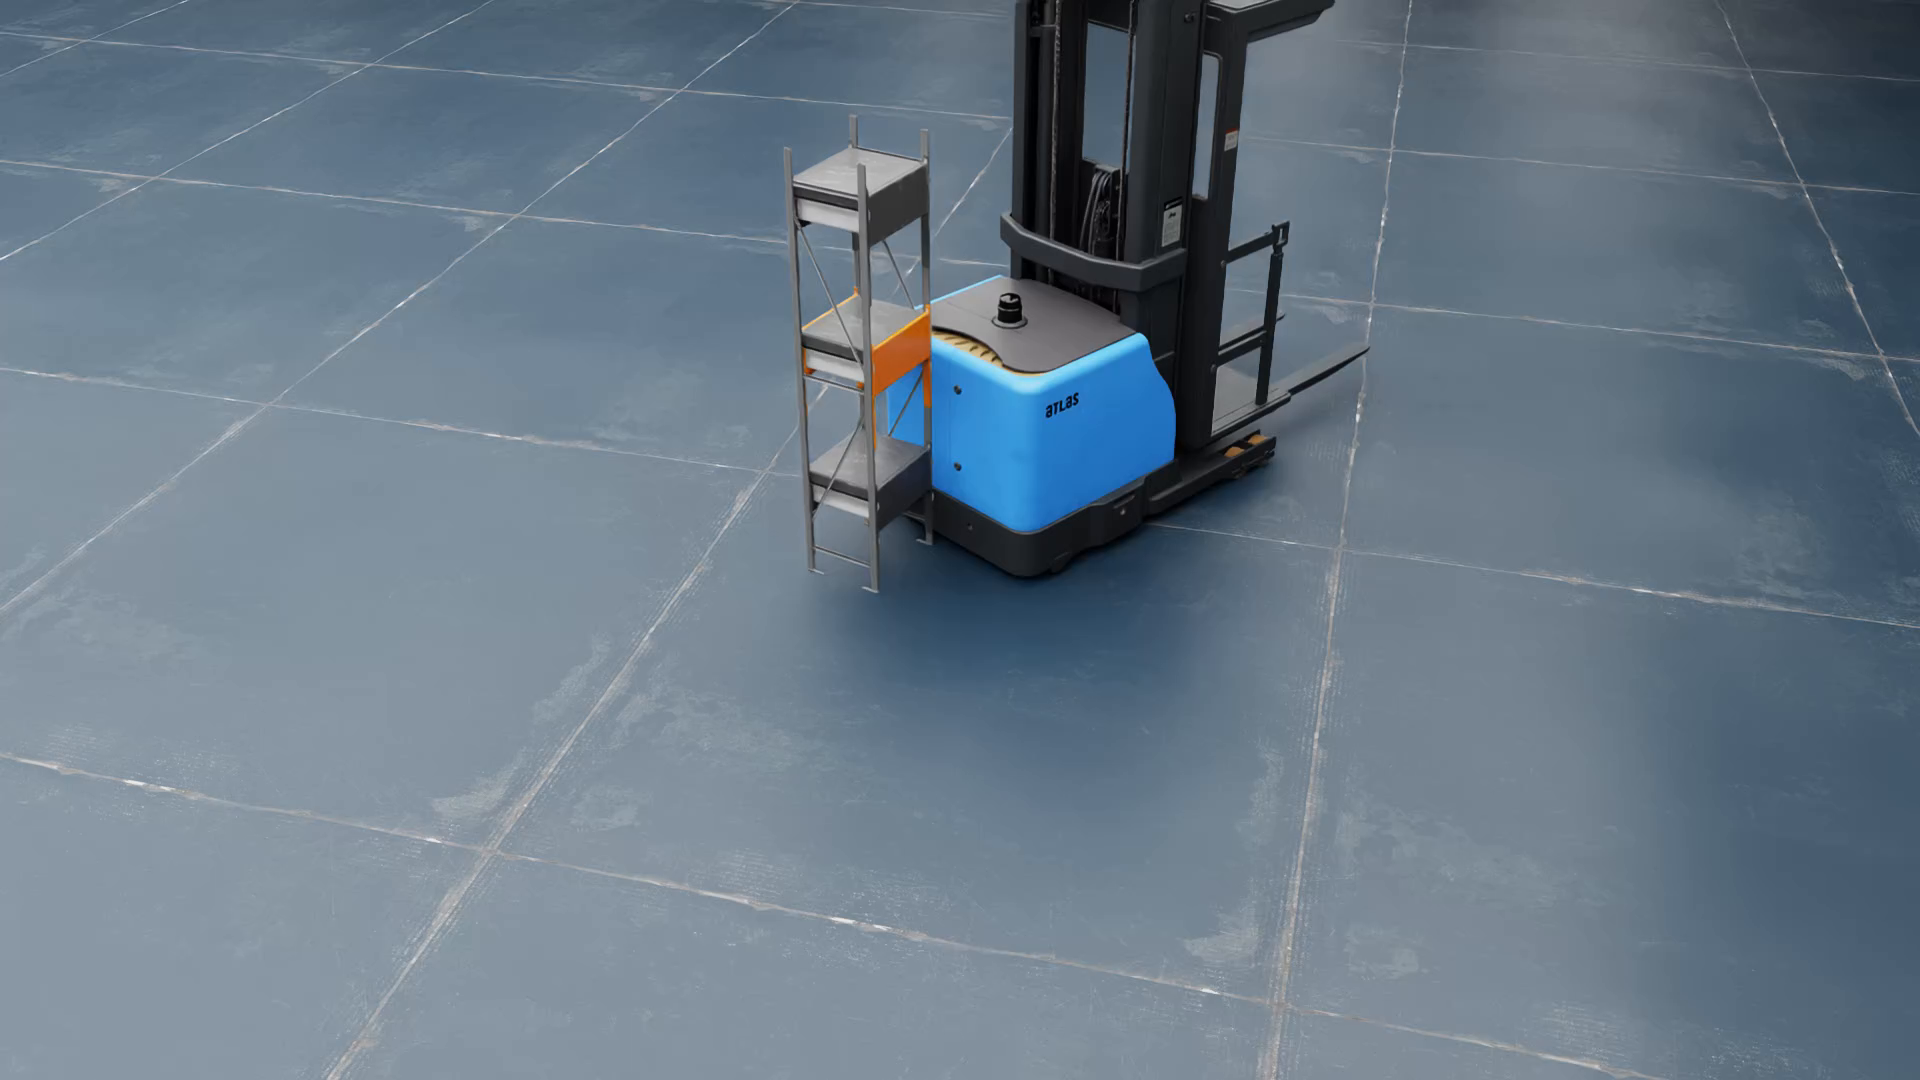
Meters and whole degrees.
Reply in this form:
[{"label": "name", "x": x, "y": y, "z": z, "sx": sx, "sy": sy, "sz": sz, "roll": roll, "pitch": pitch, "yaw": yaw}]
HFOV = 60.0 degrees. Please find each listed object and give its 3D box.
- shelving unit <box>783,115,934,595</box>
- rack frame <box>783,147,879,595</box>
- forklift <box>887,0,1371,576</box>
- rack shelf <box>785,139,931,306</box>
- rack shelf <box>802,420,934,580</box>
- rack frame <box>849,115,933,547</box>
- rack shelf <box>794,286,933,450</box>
[{"label": "shelving unit", "x": -0.432, "y": -0.798, "z": 7.548, "sx": 0.431, "sy": 2.100, "sz": 0.503, "roll": 18, "pitch": 36, "yaw": 26}, {"label": "rack frame", "x": -0.557, "y": -0.685, "z": 7.371, "sx": 0.400, "sy": 2.100, "sz": 0.015, "roll": 18, "pitch": 36, "yaw": 26}, {"label": "forklift", "x": 1.044, "y": -1.742, "z": 8.258, "sx": 3.031, "sy": 2.935, "sz": 1.130, "roll": -27, "pitch": 41, "yaw": -35}, {"label": "rack shelf", "x": -0.432, "y": -1.377, "z": 7.180, "sx": 0.431, "sy": 0.518, "sz": 0.480, "roll": 18, "pitch": 36, "yaw": 26}, {"label": "rack shelf", "x": -0.432, "y": -0.196, "z": 7.931, "sx": 0.431, "sy": 0.518, "sz": 0.480, "roll": 18, "pitch": 36, "yaw": 26}, {"label": "rack frame", "x": -0.308, "y": -0.911, "z": 7.725, "sx": 0.400, "sy": 2.100, "sz": 0.015, "roll": 18, "pitch": 36, "yaw": 26}, {"label": "rack shelf", "x": -0.432, "y": -0.787, "z": 7.556, "sx": 0.431, "sy": 0.518, "sz": 0.480, "roll": 18, "pitch": 36, "yaw": 26}]
